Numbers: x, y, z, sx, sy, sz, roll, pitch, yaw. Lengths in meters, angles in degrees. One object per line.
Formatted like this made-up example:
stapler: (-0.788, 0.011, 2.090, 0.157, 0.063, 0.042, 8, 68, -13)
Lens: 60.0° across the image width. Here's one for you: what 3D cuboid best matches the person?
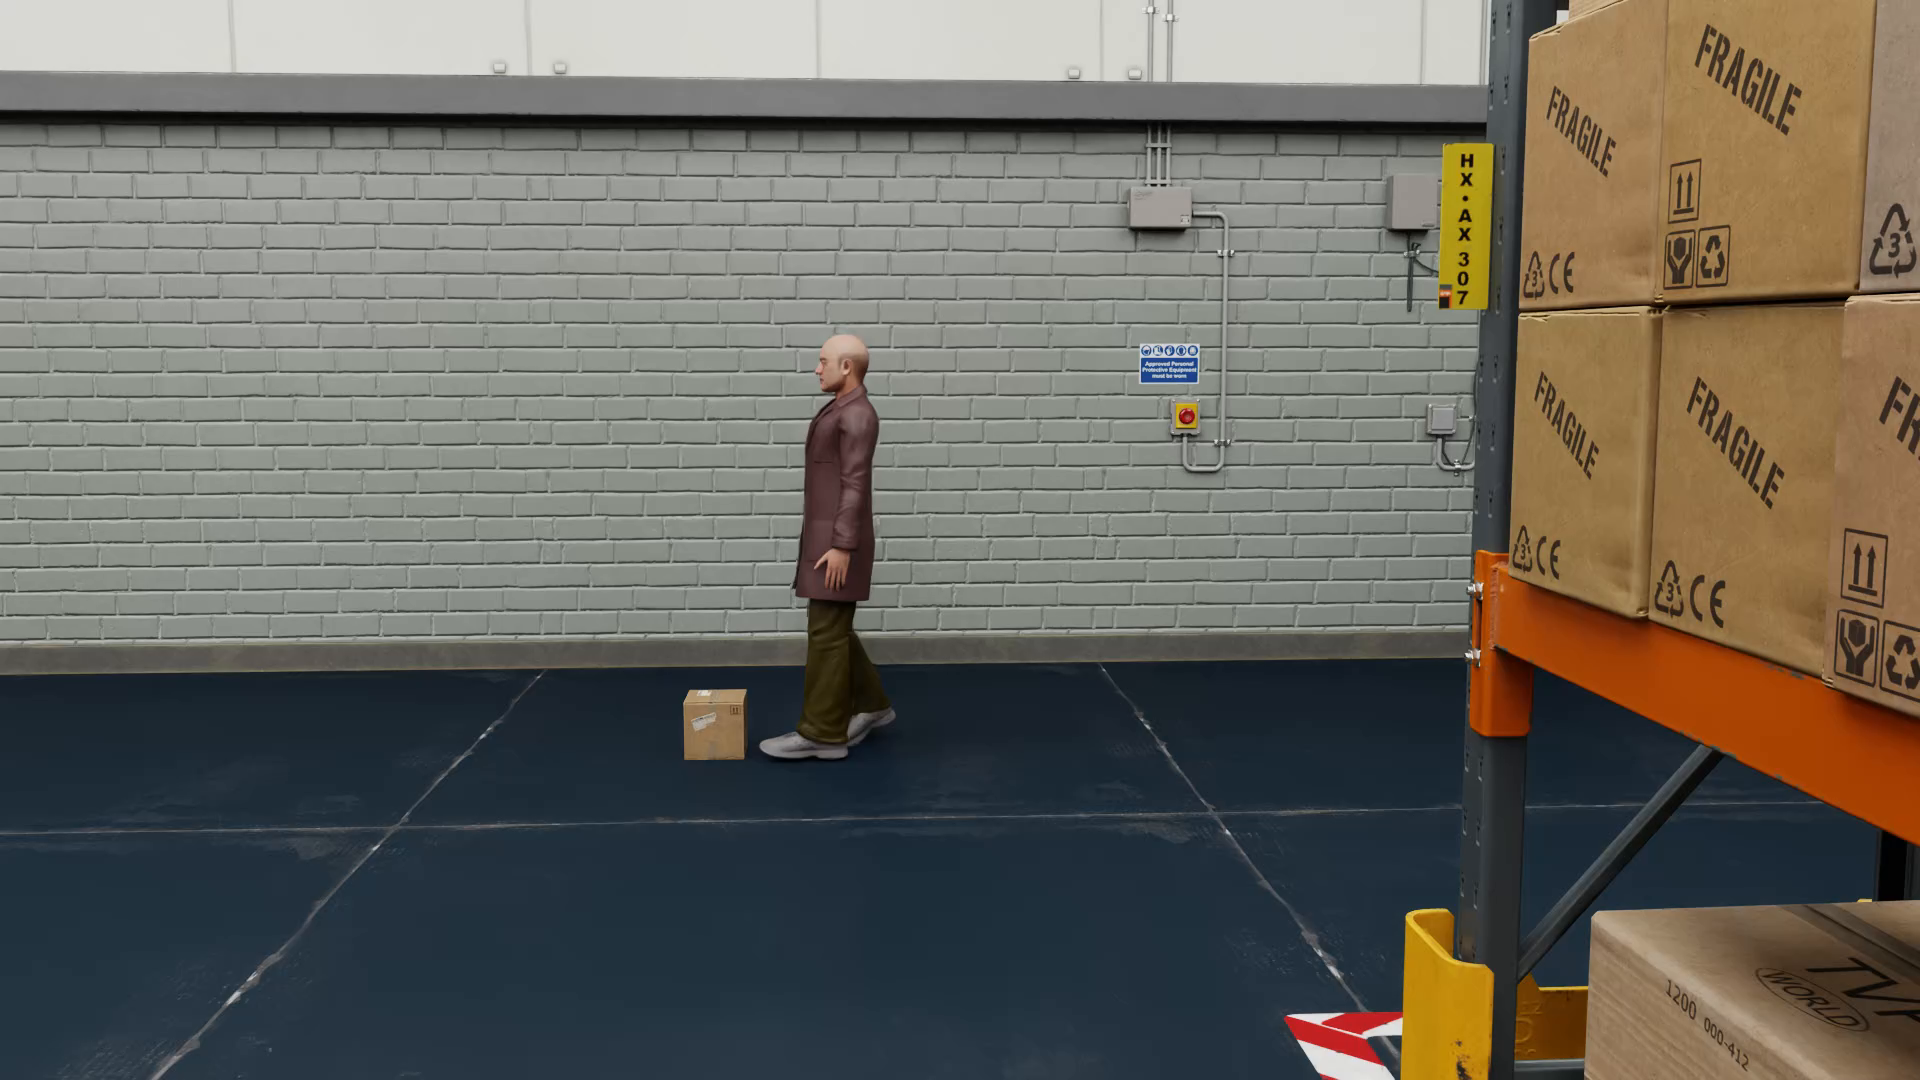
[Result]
person: (-0.554, 0.028, 7.045, 0.617, 1.788, 0.619, -1, 7, -8)
